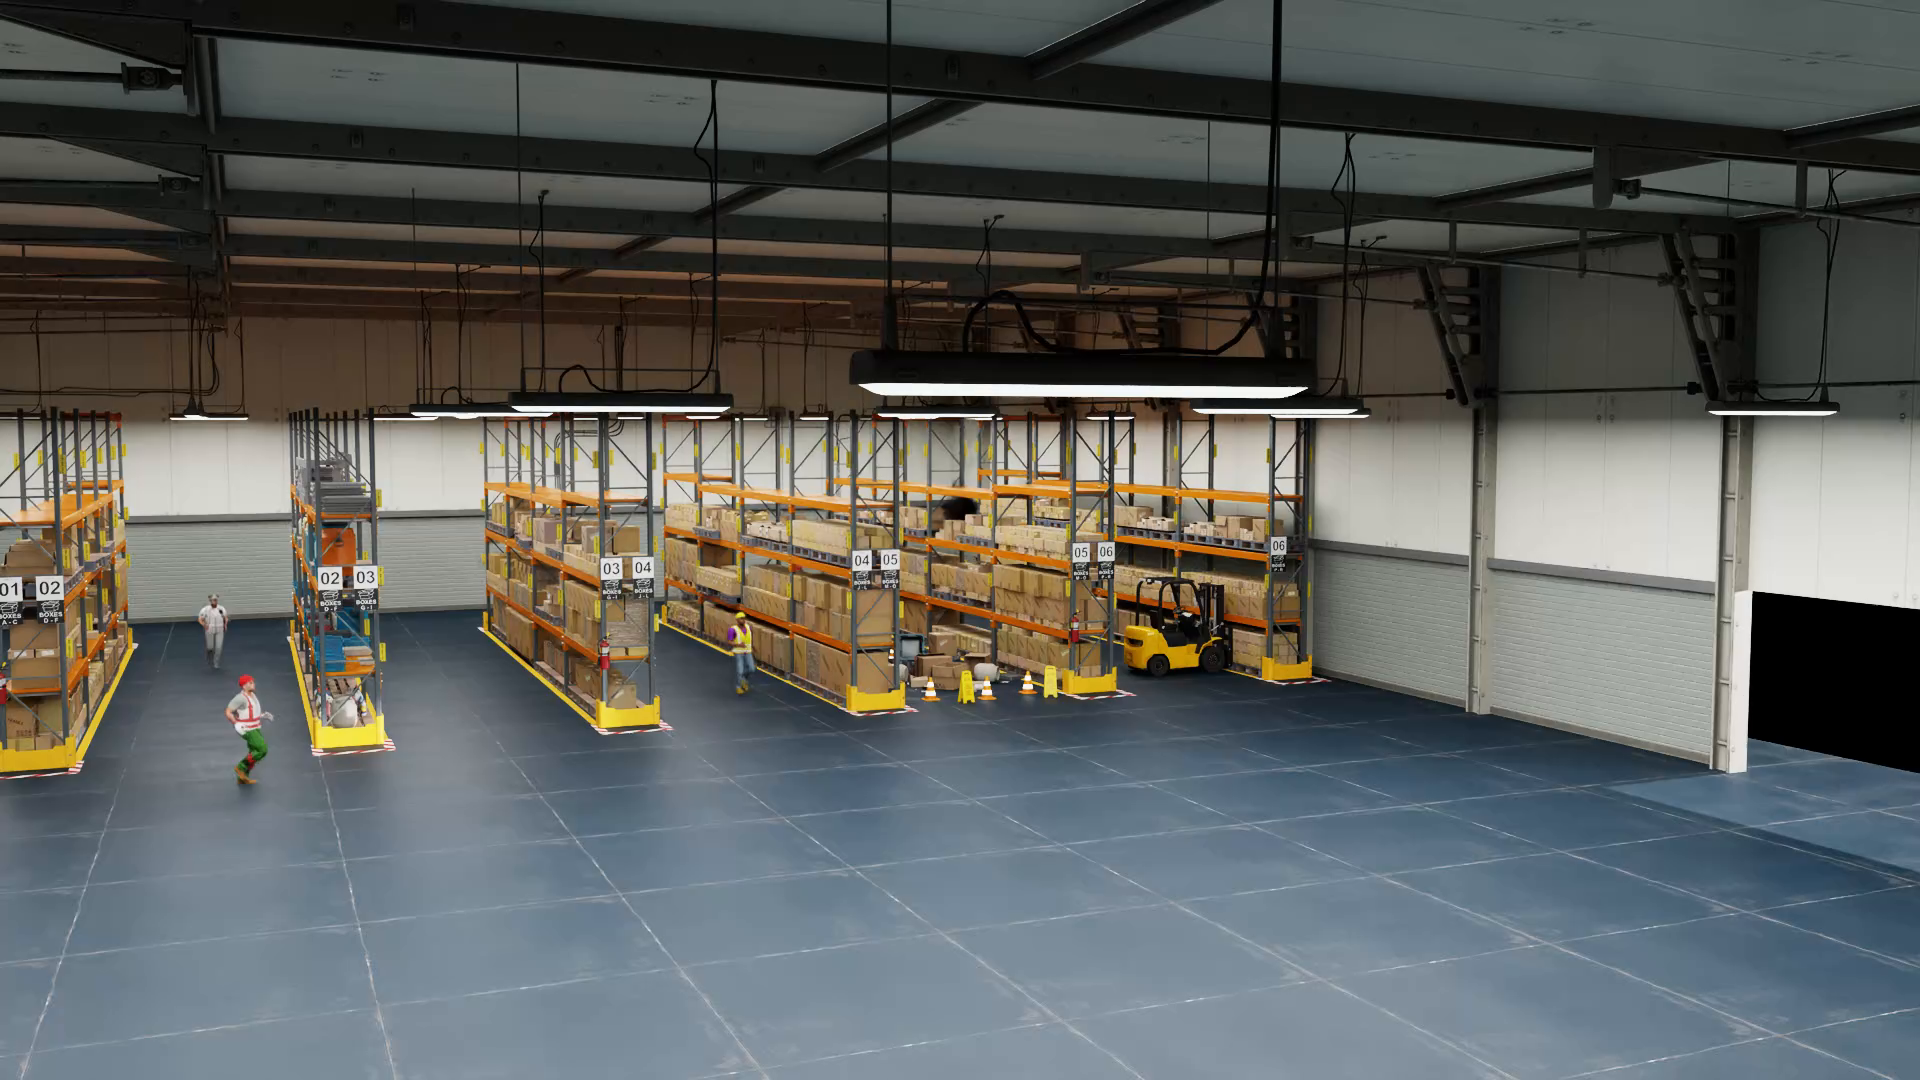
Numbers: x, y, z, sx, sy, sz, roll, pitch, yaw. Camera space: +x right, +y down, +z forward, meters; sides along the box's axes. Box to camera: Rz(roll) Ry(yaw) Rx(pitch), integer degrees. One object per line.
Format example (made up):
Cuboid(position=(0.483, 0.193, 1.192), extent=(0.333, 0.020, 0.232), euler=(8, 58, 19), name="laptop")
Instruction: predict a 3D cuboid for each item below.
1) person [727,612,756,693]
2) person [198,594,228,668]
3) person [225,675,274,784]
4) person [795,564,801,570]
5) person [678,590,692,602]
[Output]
Cuboid(position=(-4.578, 2.377, 35.144), extent=(0.685, 1.706, 0.623), euler=(-3, 5, -33), name="person")
Cuboid(position=(-17.493, 2.121, 39.009), extent=(0.648, 1.737, 0.595), euler=(-3, 5, -35), name="person")
Cuboid(position=(-11.186, 2.998, 26.305), extent=(0.602, 1.738, 0.657), euler=(0, 4, -1), name="person")
Cuboid(position=(-4.992, 1.312, 50.817), extent=(0.829, 1.789, 0.653), euler=(-1, 4, -16), name="person")
Cuboid(position=(-8.141, 1.419, 49.333), extent=(0.624, 1.702, 0.670), euler=(0, 4, 1), name="person")
